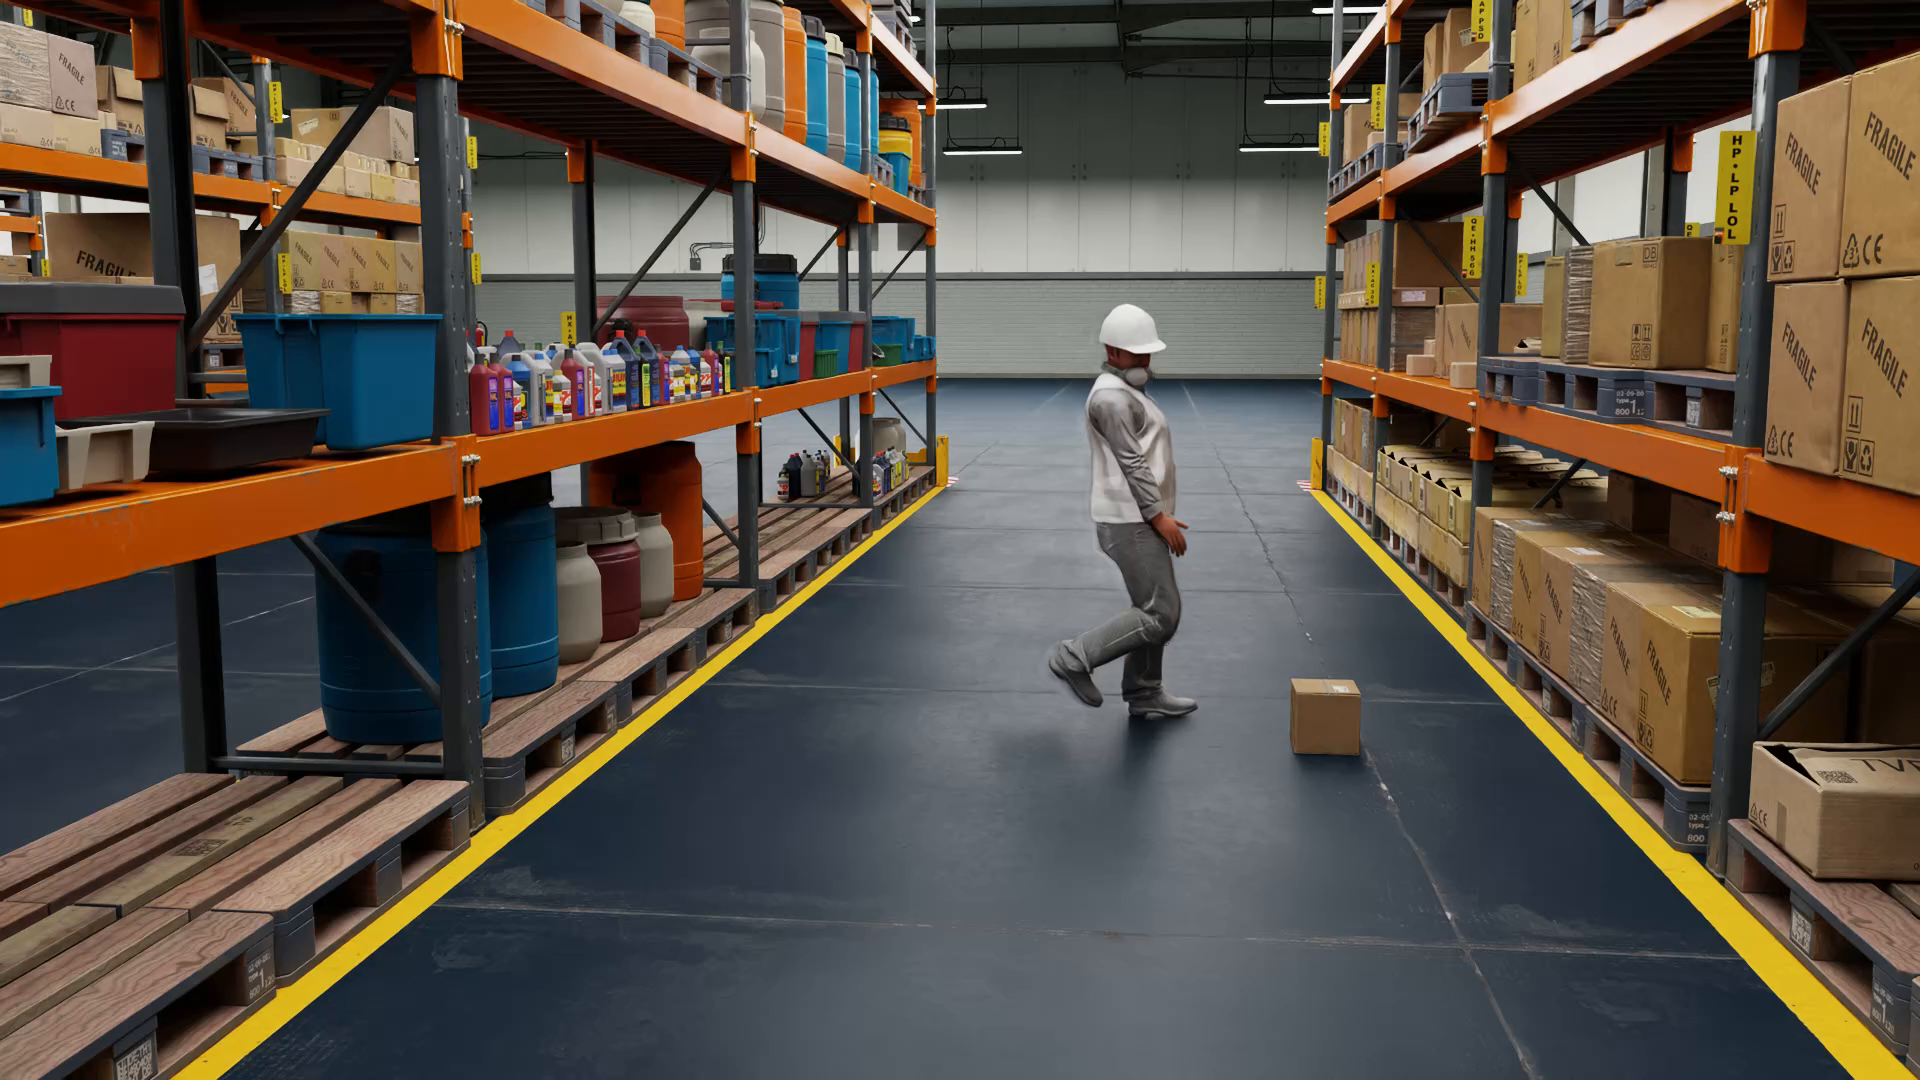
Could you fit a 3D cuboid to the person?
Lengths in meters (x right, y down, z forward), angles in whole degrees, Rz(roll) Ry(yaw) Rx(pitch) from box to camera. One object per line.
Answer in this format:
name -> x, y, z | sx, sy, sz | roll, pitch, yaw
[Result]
person -> 0.690, -0.093, 6.886 | 0.608, 1.748, 0.567 | 1, 8, 9
